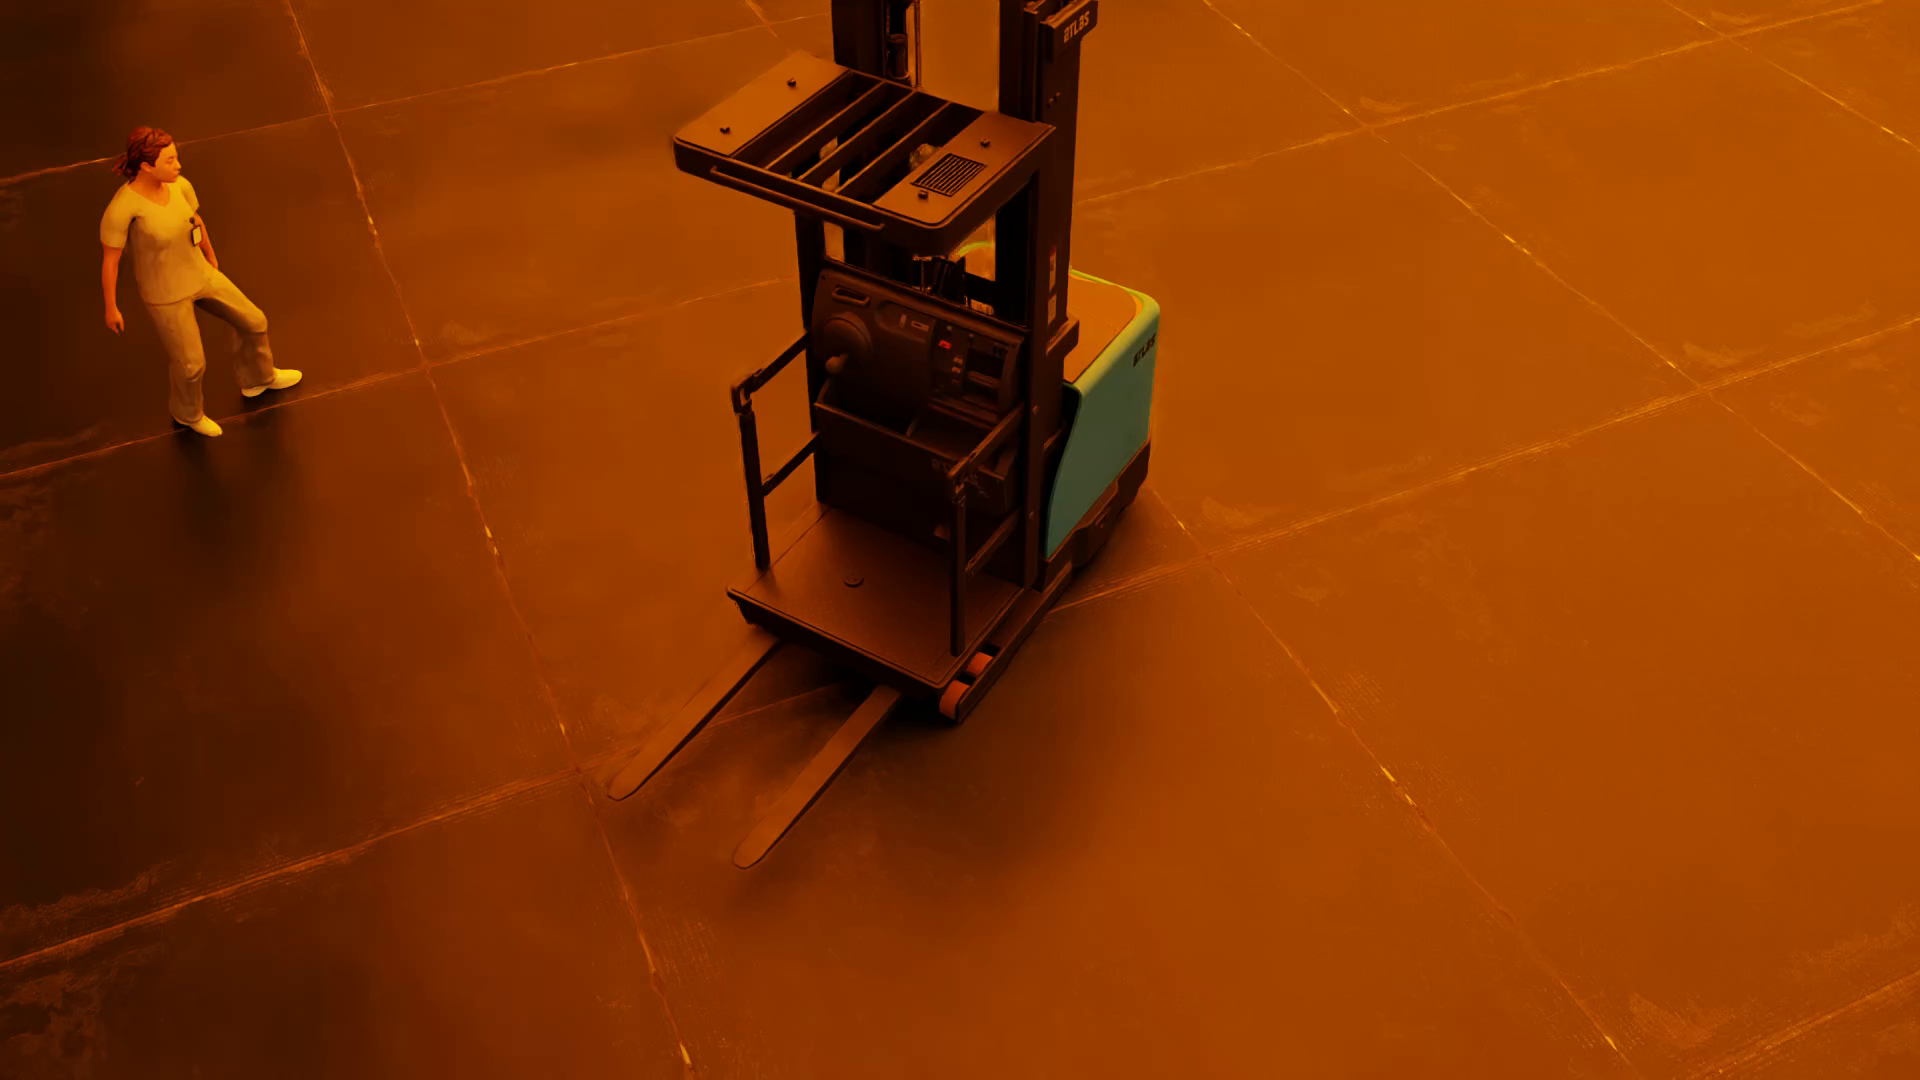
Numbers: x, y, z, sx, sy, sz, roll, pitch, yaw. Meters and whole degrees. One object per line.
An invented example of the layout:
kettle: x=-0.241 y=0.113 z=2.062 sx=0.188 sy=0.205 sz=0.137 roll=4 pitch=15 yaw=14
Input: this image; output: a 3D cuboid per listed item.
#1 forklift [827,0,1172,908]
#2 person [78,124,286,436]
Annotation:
forklift: x=0.103 y=-0.619 z=6.343 sx=1.130 sy=2.935 sz=3.031 roll=-4 pitch=43 yaw=-4
person: x=-3.788 y=-1.248 z=7.958 sx=0.391 sy=1.650 sz=0.683 roll=11 pitch=44 yaw=11
